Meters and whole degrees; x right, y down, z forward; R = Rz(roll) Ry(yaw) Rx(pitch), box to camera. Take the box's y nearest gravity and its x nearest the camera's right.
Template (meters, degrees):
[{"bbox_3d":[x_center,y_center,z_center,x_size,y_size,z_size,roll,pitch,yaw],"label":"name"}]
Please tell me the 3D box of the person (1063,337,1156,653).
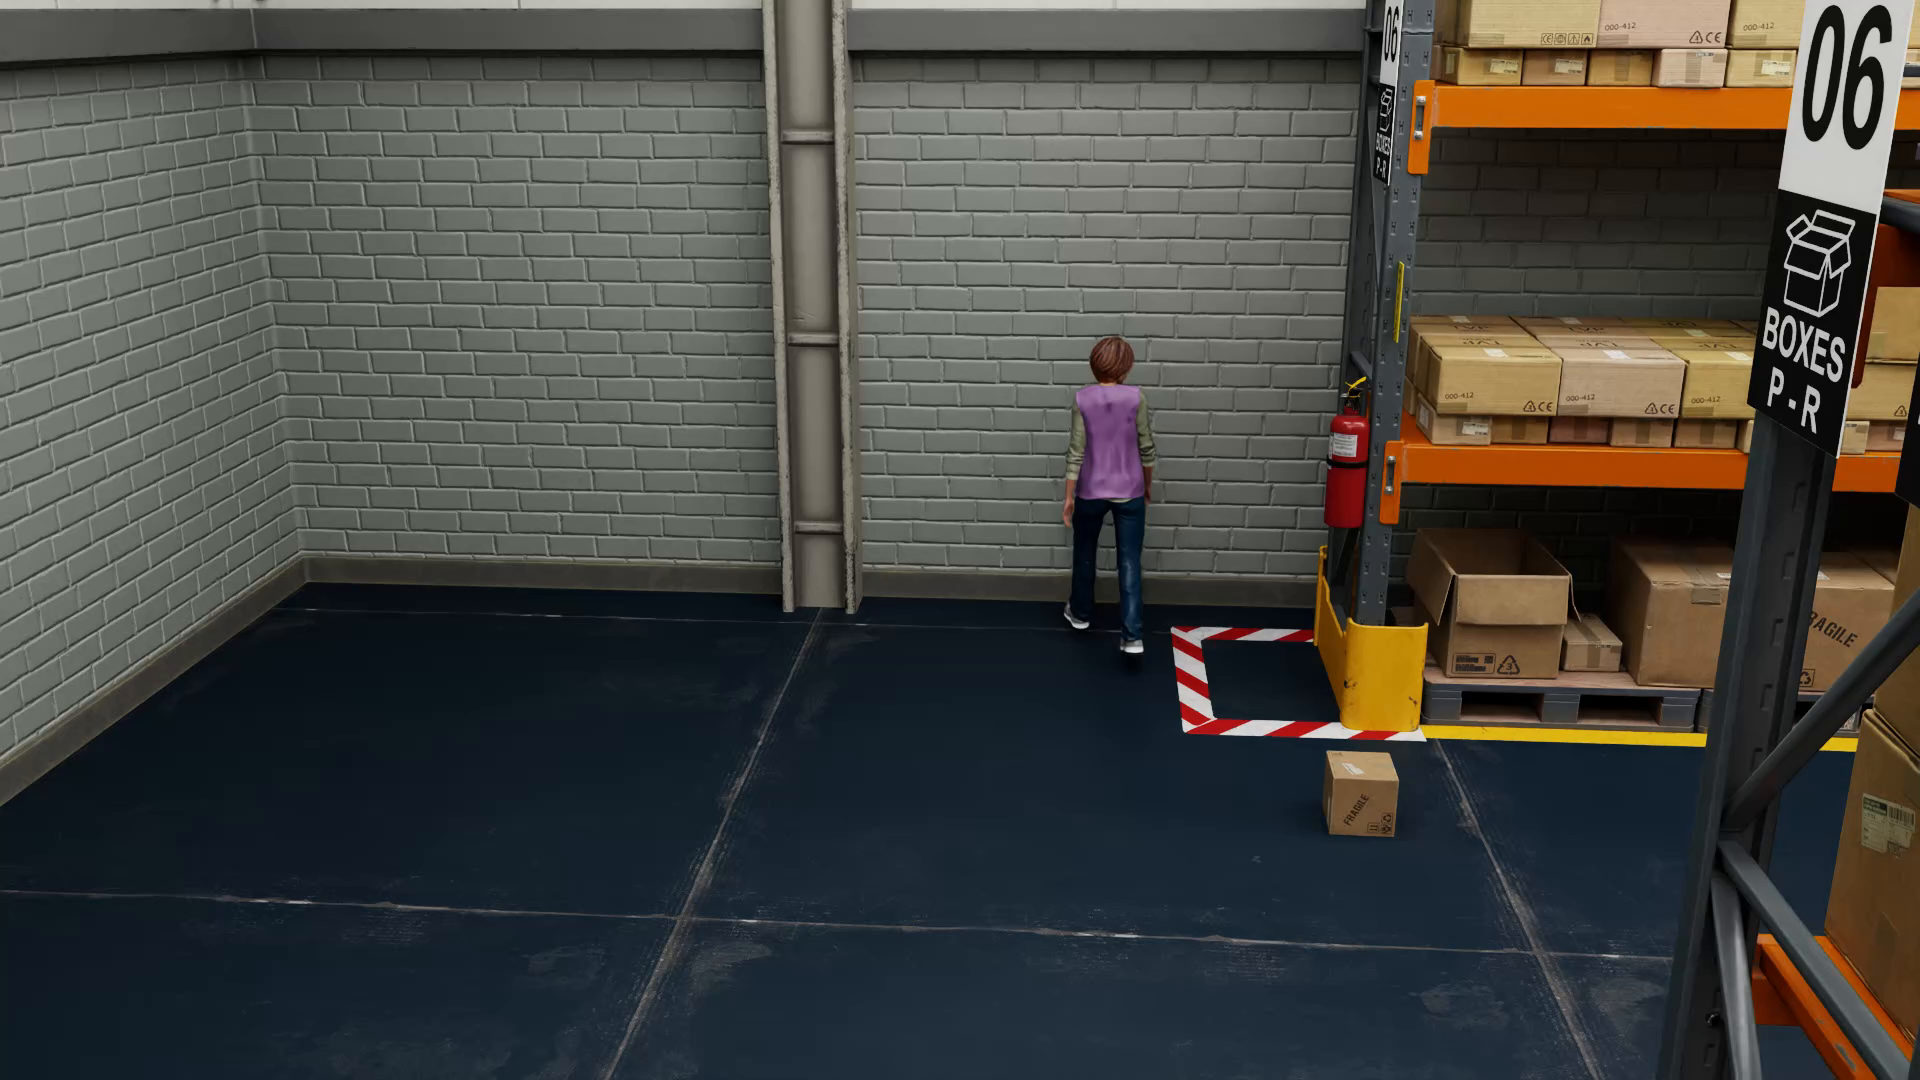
[{"bbox_3d":[0.737,-0.235,8.264,0.452,1.559,0.799,1,18,3],"label":"person"}]
